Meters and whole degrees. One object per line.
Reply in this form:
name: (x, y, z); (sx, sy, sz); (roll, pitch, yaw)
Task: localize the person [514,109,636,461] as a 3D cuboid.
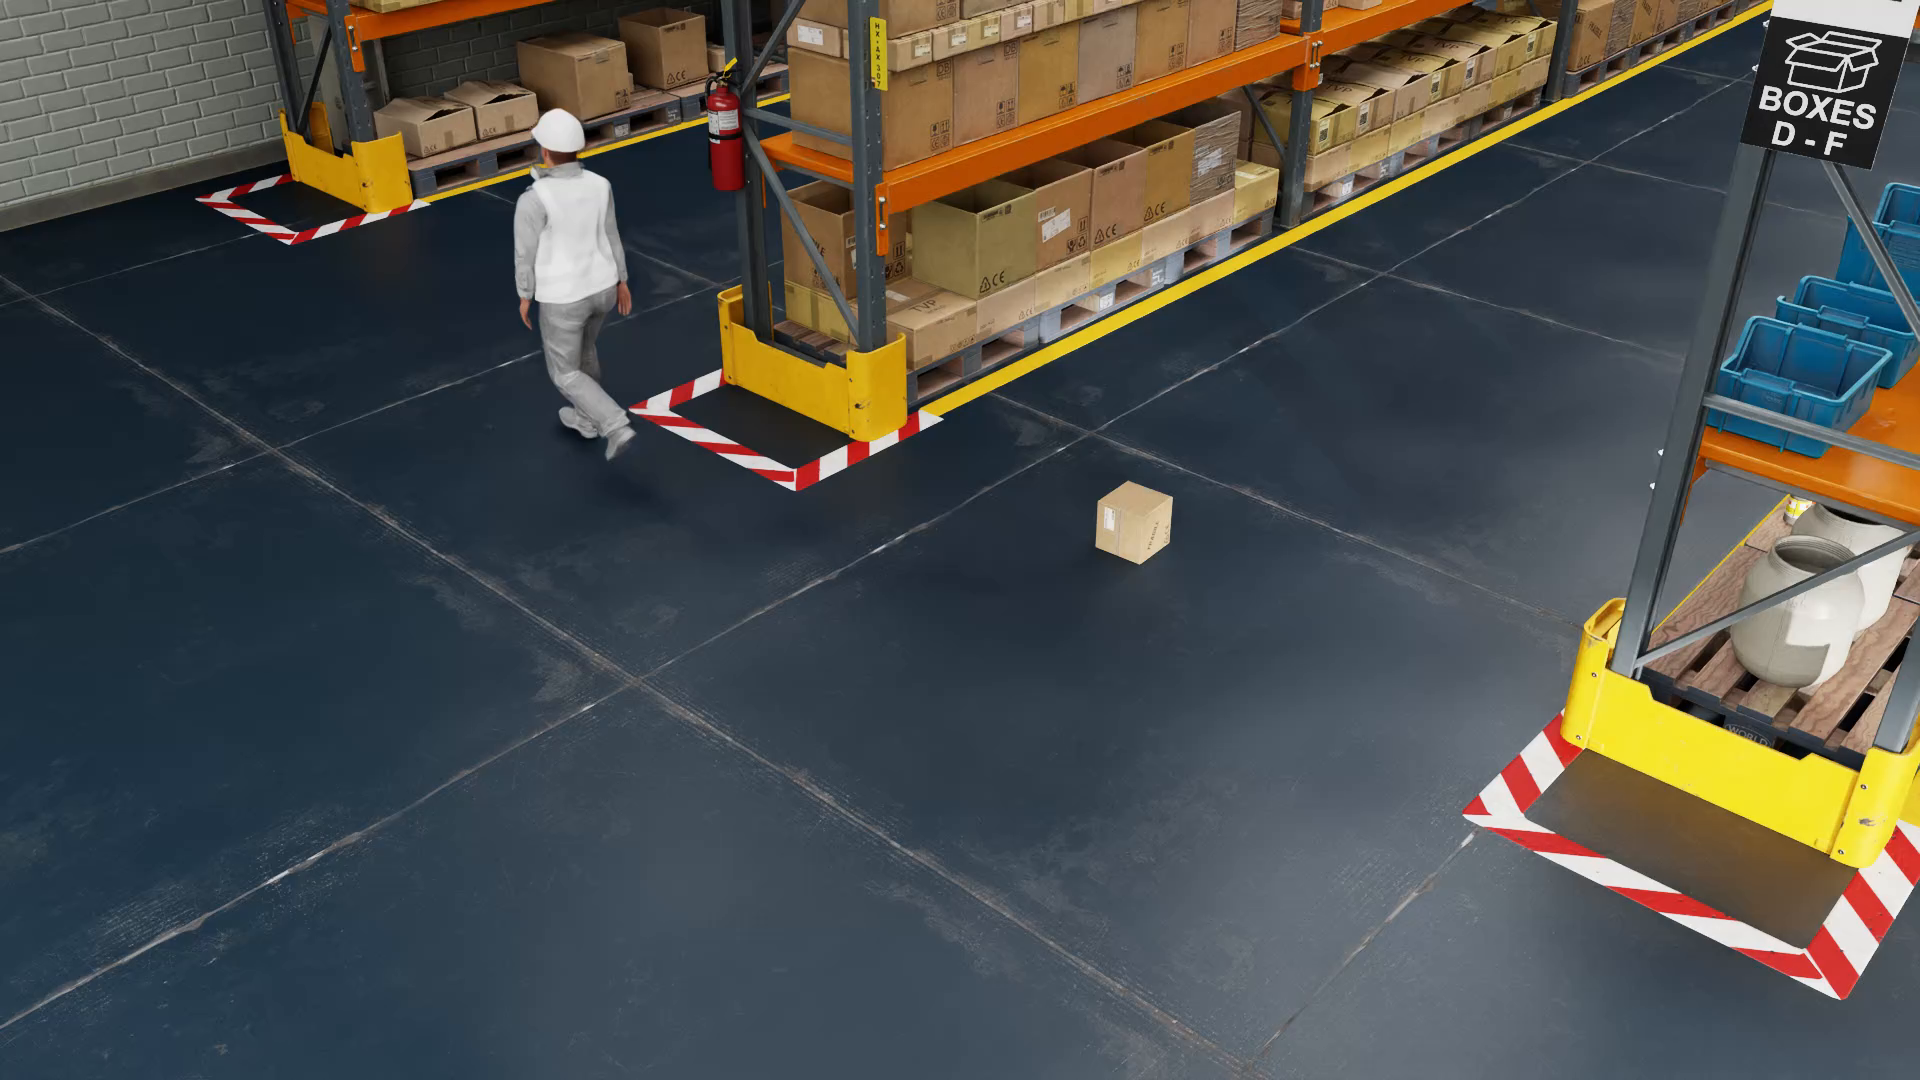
person: (-1.843, -1.214, 8.123); (0.840, 1.745, 0.584); (24, 39, 34)
